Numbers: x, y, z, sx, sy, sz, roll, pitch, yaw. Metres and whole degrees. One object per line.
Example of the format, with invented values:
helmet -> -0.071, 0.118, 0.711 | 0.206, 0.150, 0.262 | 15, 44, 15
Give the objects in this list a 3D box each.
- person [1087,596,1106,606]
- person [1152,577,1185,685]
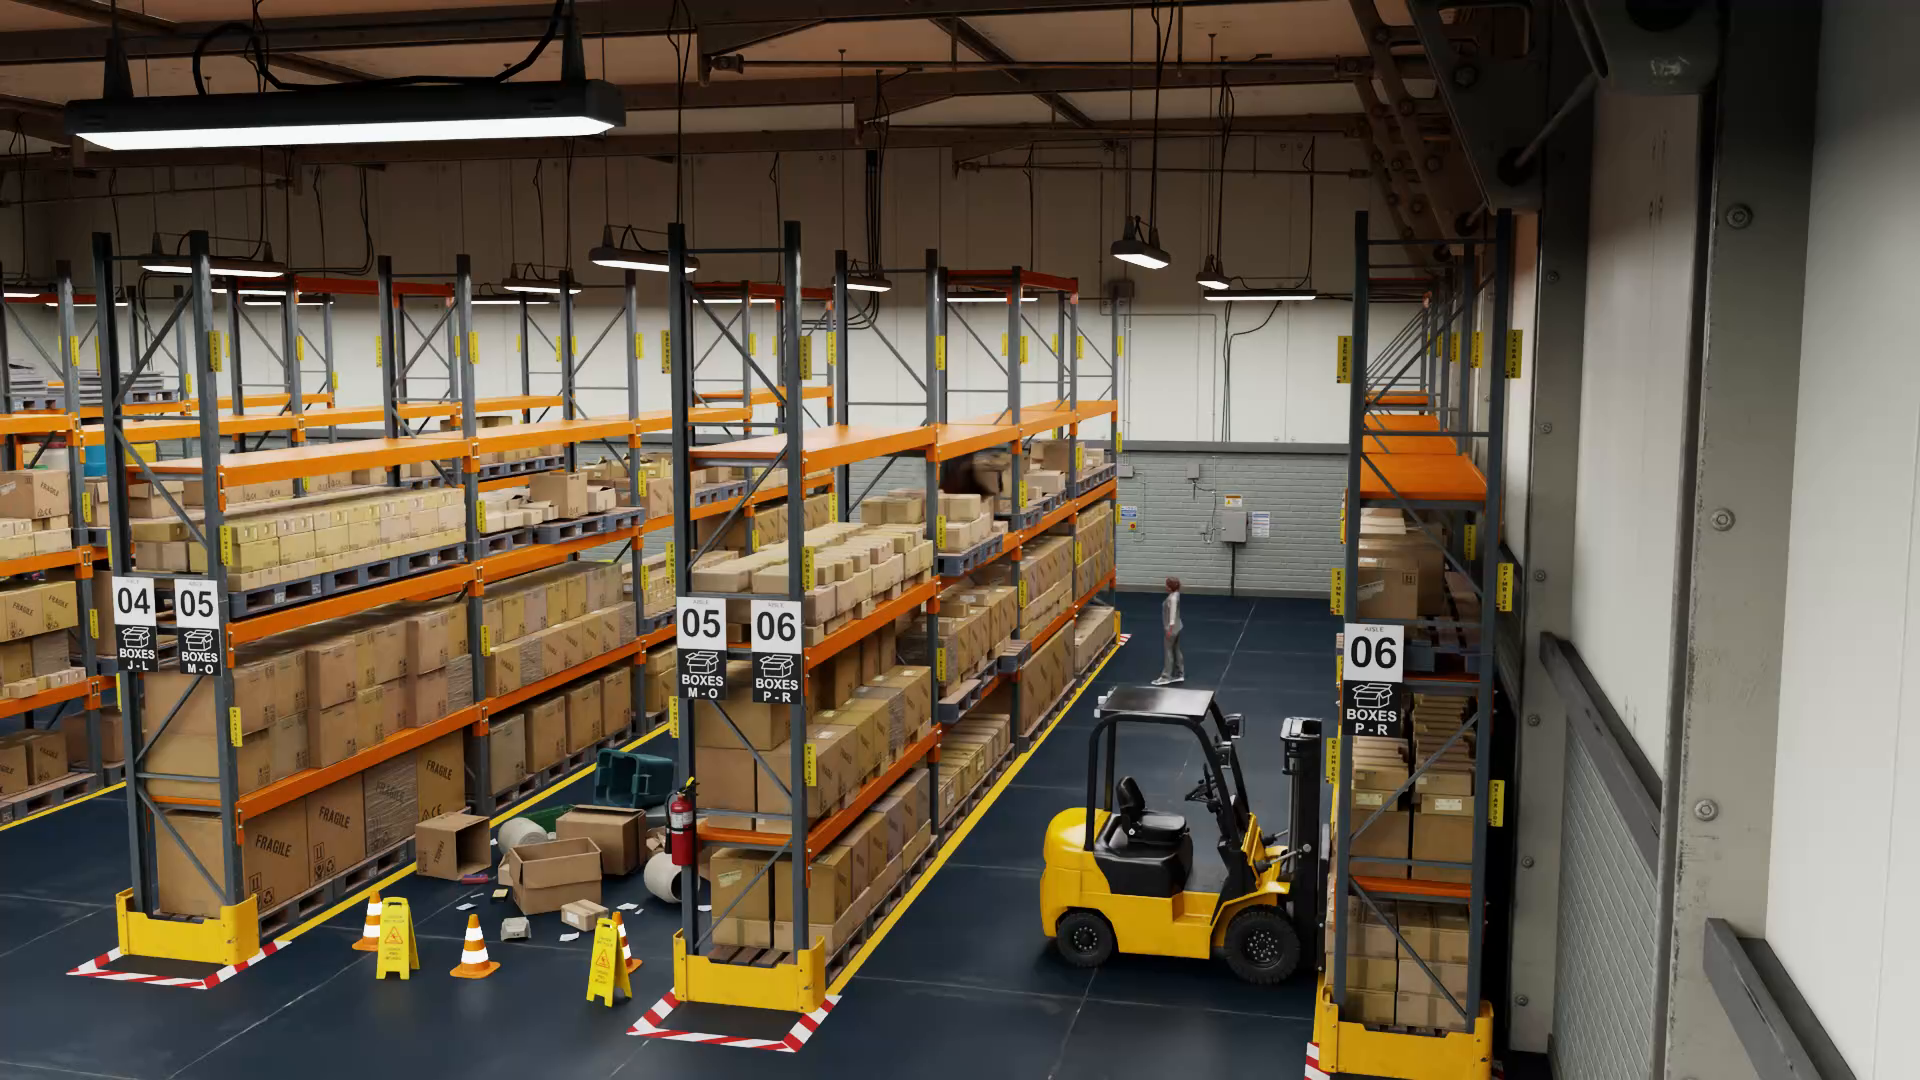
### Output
person -> 2.294, 0.621, 30.593 | 0.787, 1.618, 0.503 | 0, 7, 2
person -> 3.133, 1.348, 24.855 | 0.477, 1.614, 0.454 | 2, 7, 12
